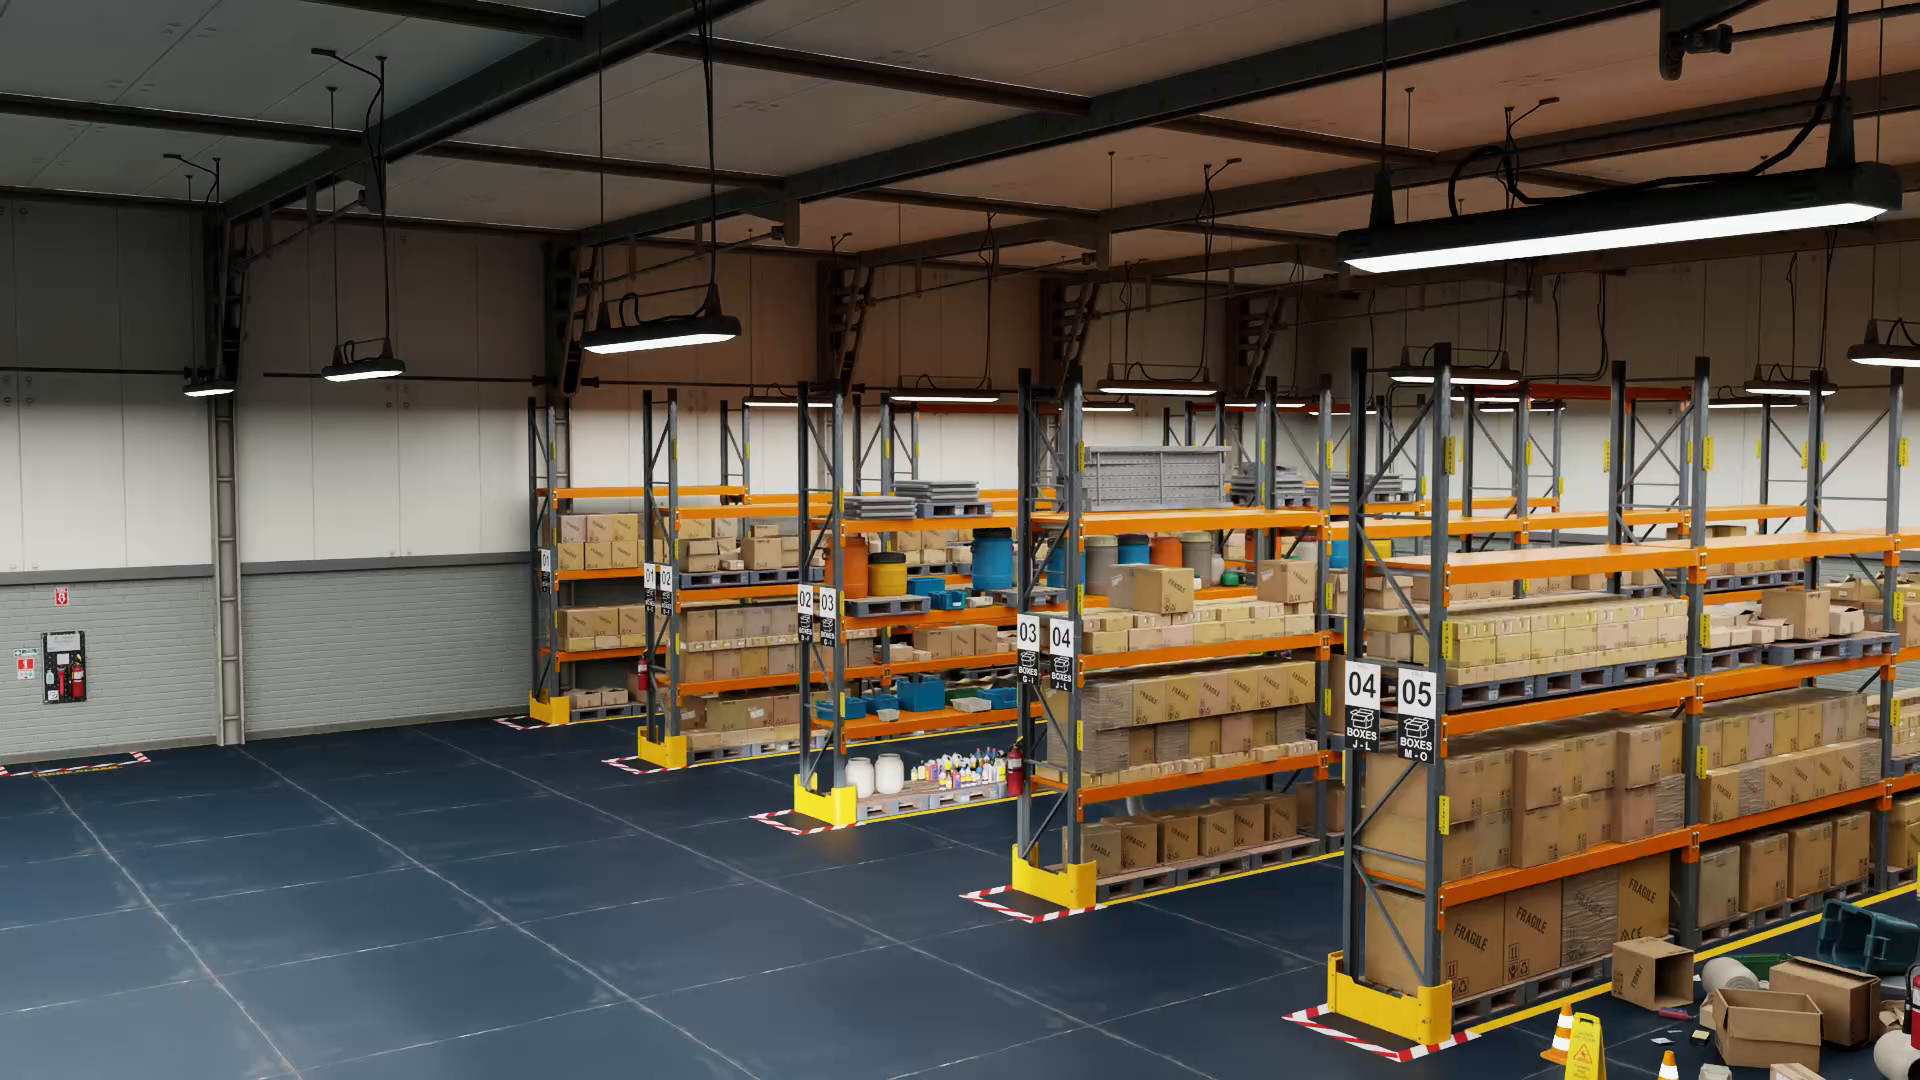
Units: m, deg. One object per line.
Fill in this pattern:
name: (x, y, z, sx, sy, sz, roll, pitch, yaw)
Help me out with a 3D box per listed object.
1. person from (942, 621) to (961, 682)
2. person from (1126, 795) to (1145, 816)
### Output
person: (-0.204, 2.420, 32.560, 0.569, 1.673, 0.409, -3, 5, -44)
person: (2.255, 3.103, 21.698, 0.329, 1.620, 0.501, 2, 4, 33)
